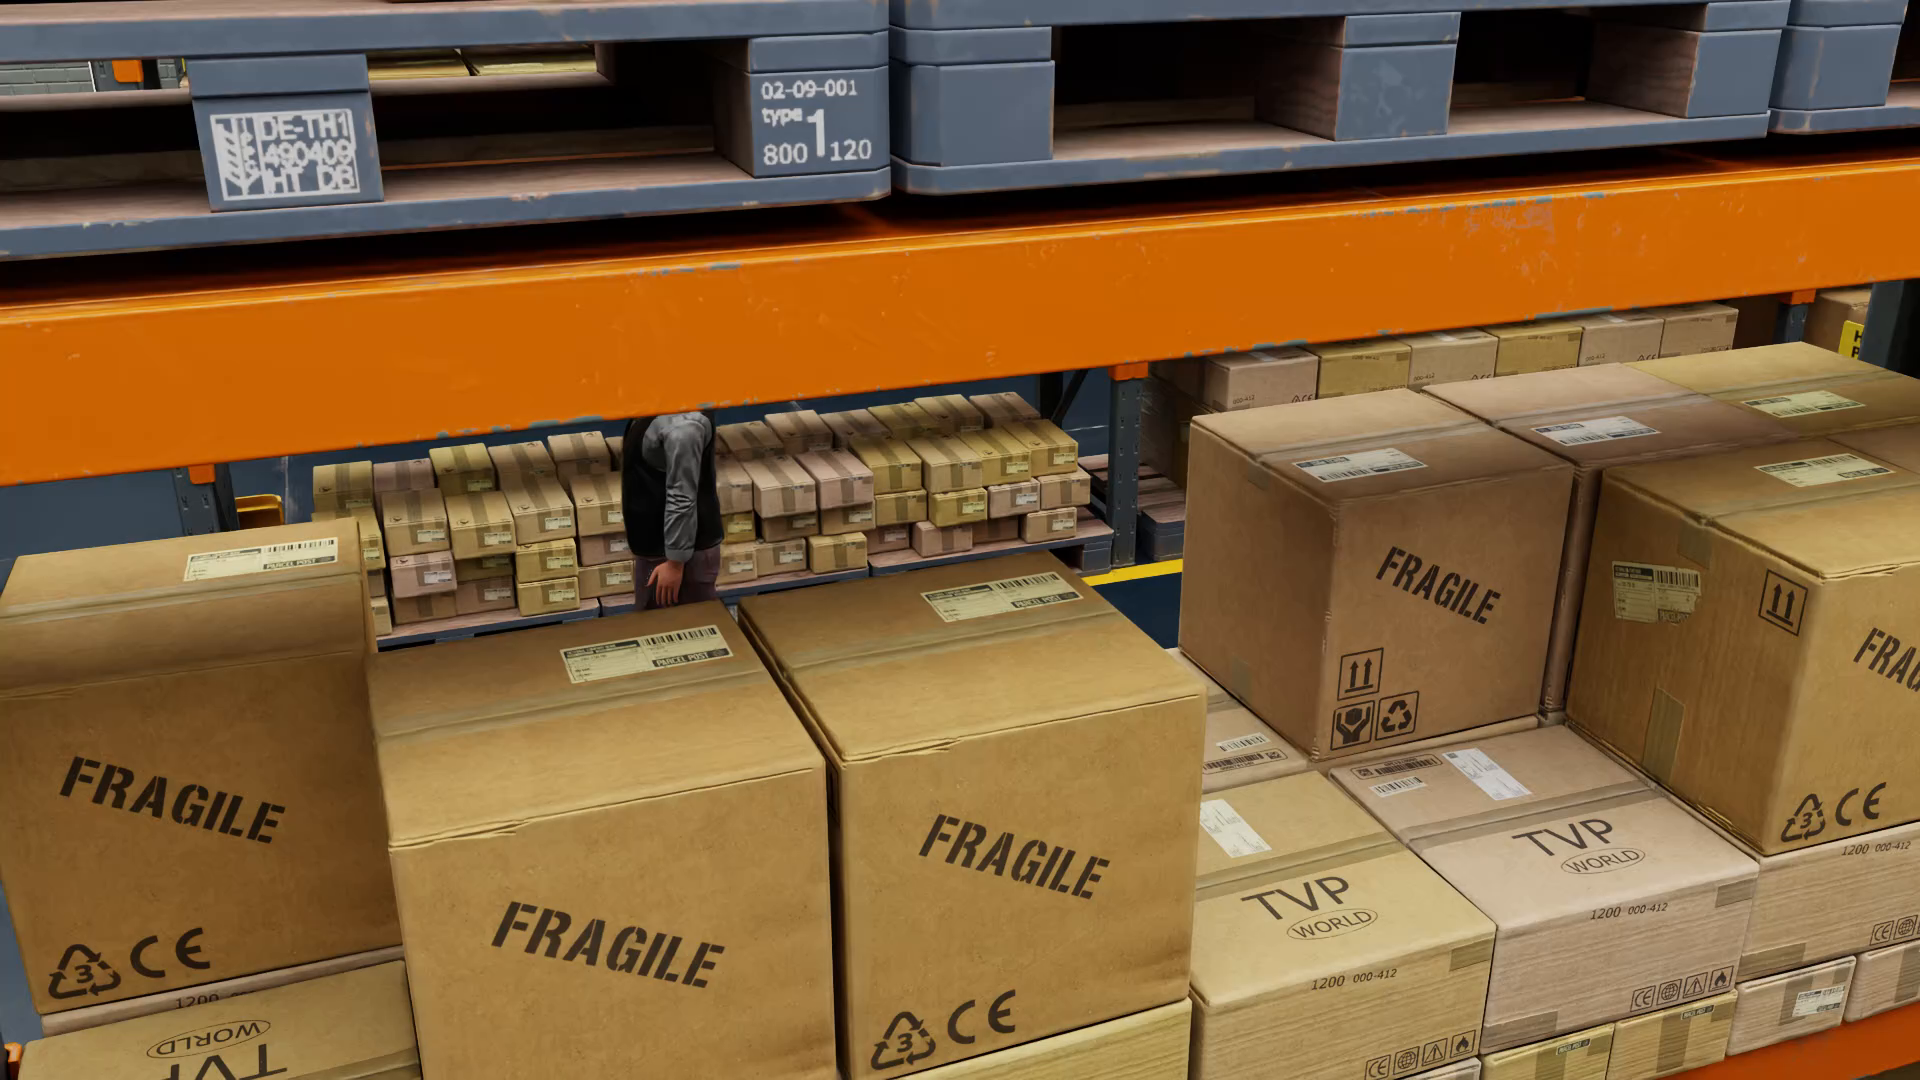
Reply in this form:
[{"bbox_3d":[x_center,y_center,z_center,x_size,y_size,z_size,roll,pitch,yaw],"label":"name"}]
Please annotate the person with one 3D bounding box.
[{"bbox_3d":[-1.090,0.022,6.047,0.673,1.717,0.552,-4,23,-10],"label":"person"}]
